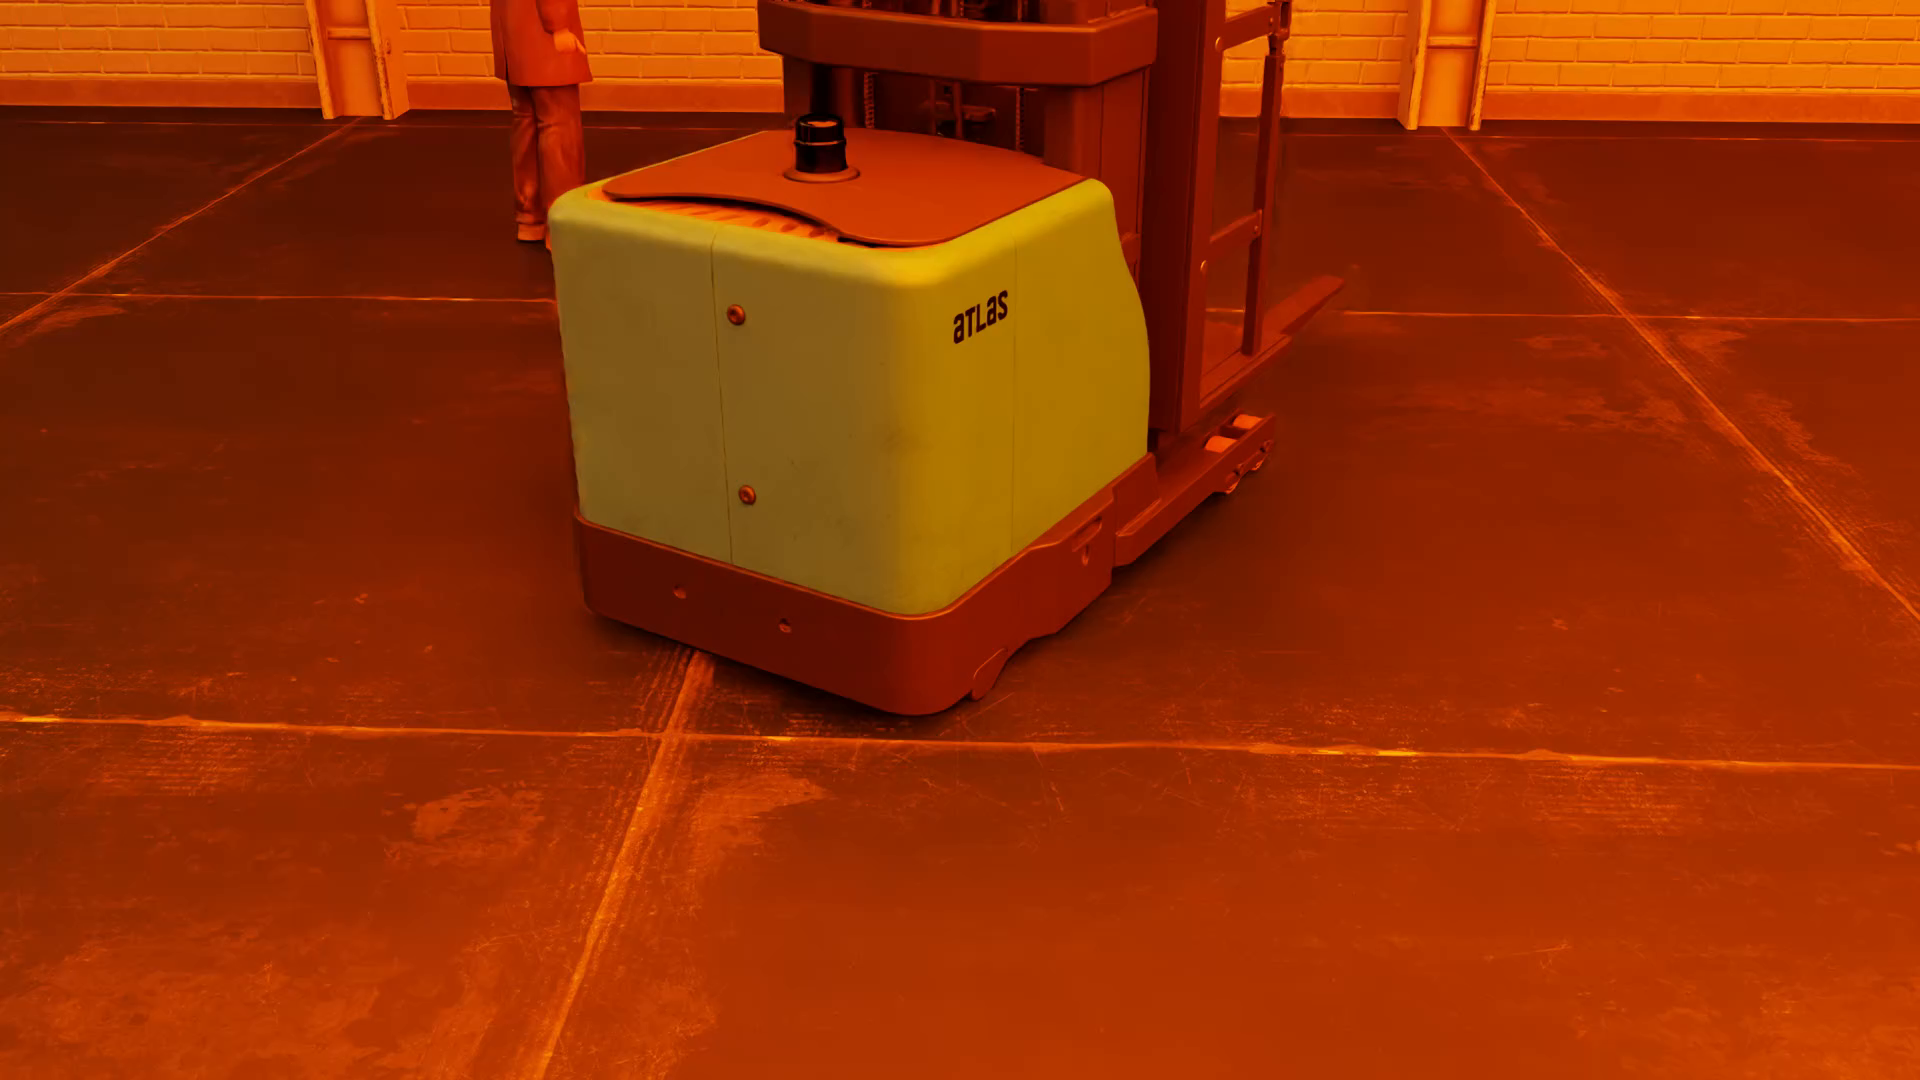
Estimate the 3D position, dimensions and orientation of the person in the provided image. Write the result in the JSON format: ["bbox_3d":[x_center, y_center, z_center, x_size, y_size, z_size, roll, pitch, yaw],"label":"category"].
[{"bbox_3d":[-1.691,-2.095,6.755,0.393,1.782,0.550,-20,33,-35],"label":"person"}]

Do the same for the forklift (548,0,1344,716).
[{"bbox_3d":[0.280,-1.544,4.339,1.130,2.935,3.031,15,30,28],"label":"forklift"}]
